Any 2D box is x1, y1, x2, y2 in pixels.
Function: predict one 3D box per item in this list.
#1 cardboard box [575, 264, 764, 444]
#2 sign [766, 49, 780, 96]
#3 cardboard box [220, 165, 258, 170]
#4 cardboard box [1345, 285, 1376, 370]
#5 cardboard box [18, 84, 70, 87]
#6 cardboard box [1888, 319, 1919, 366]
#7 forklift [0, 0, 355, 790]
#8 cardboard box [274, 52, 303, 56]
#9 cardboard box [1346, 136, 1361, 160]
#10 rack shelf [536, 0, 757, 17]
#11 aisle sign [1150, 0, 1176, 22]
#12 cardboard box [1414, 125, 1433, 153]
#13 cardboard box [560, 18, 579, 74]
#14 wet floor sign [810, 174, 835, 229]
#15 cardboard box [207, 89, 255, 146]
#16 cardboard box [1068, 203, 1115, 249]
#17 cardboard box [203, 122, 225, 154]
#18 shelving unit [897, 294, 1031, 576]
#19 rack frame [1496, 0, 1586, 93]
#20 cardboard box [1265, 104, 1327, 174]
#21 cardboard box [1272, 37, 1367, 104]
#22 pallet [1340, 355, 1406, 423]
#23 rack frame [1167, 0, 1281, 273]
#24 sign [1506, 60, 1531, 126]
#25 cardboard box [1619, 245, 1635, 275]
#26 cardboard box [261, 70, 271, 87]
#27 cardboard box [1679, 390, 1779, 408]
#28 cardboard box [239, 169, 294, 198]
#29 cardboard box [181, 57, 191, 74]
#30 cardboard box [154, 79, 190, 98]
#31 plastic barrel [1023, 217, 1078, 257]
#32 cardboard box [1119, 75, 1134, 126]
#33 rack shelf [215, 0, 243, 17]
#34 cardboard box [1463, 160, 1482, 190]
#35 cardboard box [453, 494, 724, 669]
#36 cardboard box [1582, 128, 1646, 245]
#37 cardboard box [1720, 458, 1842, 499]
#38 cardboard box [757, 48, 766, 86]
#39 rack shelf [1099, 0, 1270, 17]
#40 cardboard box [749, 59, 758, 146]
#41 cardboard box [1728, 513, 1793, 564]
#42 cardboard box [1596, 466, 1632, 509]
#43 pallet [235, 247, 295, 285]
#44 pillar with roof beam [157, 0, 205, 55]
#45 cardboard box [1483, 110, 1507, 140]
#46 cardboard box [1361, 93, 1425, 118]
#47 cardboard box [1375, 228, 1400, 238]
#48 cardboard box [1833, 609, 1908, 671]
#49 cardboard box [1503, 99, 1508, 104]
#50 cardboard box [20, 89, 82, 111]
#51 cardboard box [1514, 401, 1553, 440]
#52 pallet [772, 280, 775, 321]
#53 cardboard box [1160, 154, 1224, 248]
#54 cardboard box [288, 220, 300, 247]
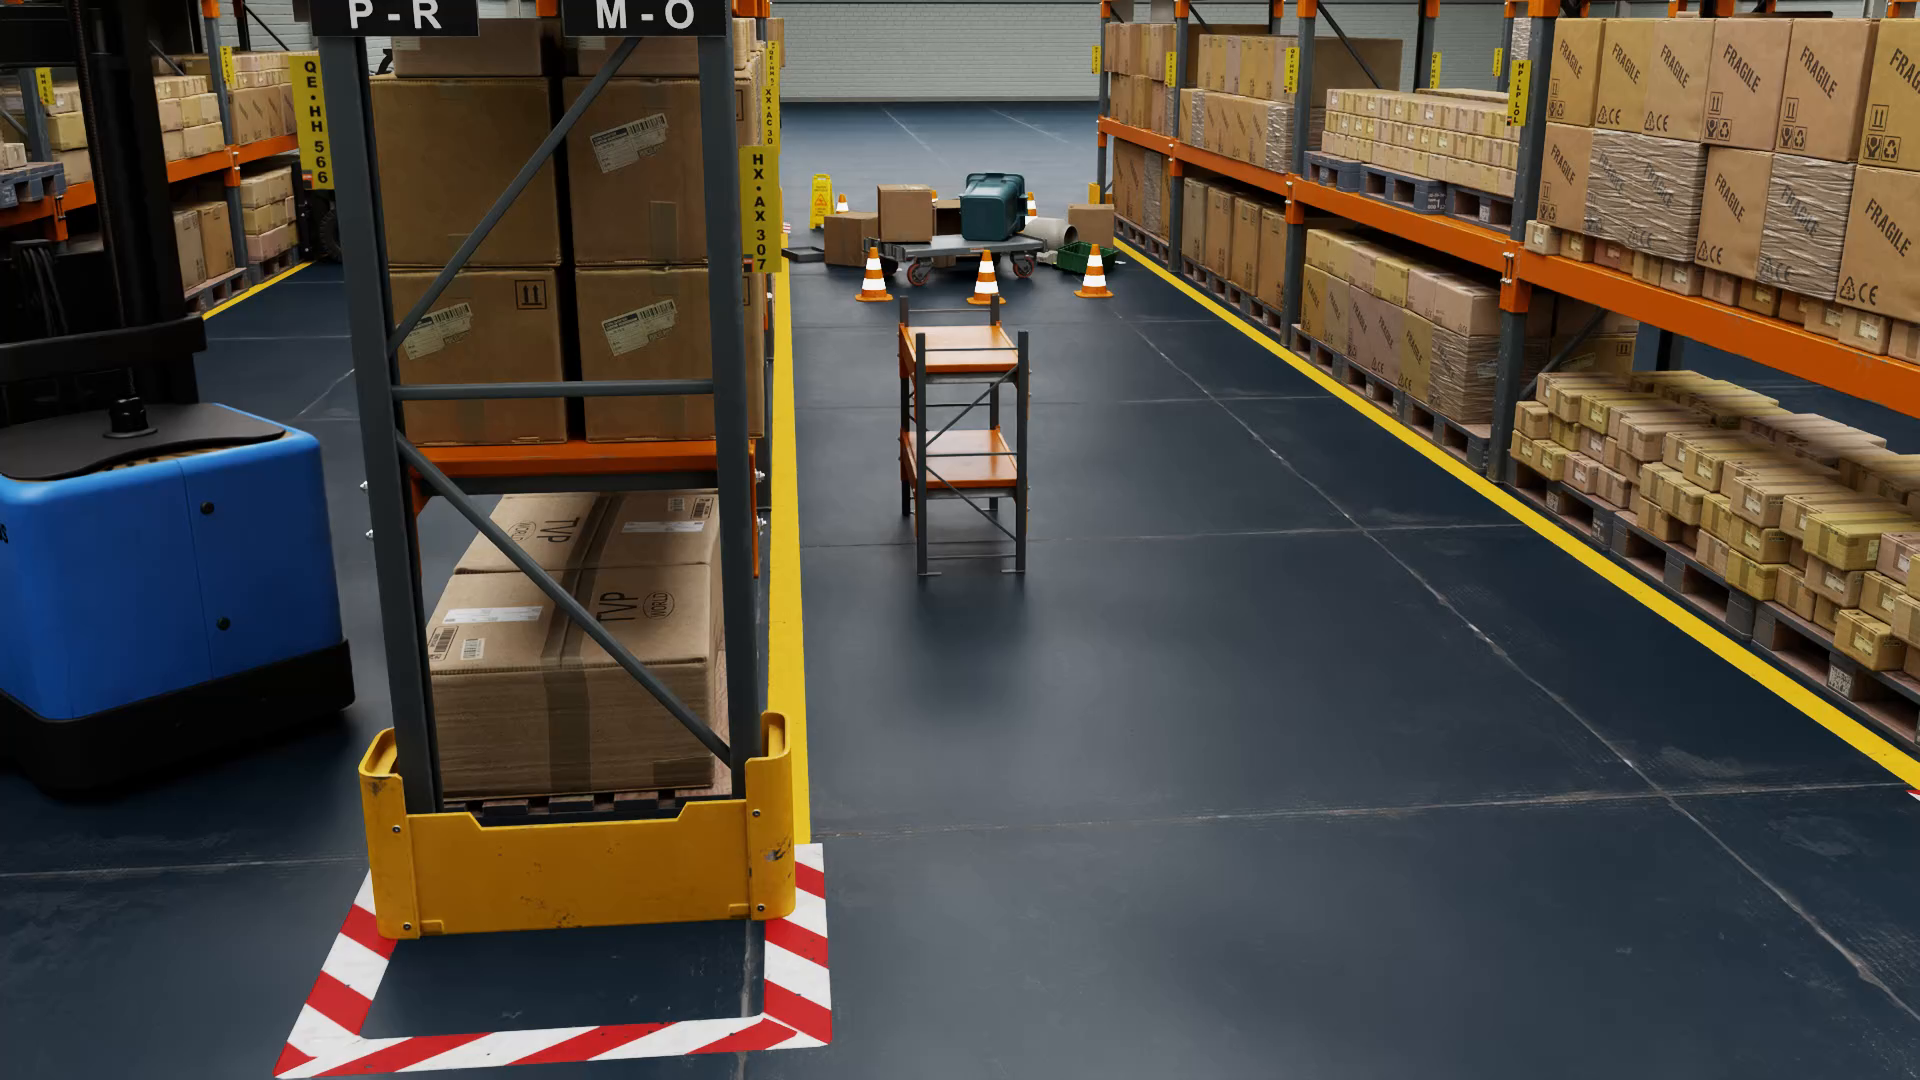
[{"bbox_3d":[-0.835,-0.592,4.887,0.500,0.500,0.500,-2,18,-6],"label":"cardboard box"},{"bbox_3d":[-1.345,-3.346,11.895,0.100,0.325,0.005,-2,18,-6],"label":"sign"},{"bbox_3d":[-7.655,-3.770,17.399,0.500,0.250,0.500,-2,18,-7],"label":"cardboard box"},{"bbox_3d":[2.949,-1.445,11.245,0.500,0.500,0.500,-2,18,-7],"label":"cardboard box"},{"bbox_3d":[-7.246,-3.526,13.150,0.380,0.149,0.250,-1,17,-4],"label":"cardboard box"},{"bbox_3d":[3.498,-0.693,5.797,0.380,0.149,0.250,-2,18,-6],"label":"cardboard box"},{"bbox_3d":[-3.635,-0.931,6.249,3.031,2.935,1.130,15,23,40],"label":"forklift"},{"bbox_3d":[-7.212,-5.103,17.678,0.380,0.149,0.250,-1,17,-4],"label":"cardboard box"},{"bbox_3d":[2.918,-2.739,11.613,0.380,0.149,0.250,-1,17,-3],"label":"cardboard box"},{"bbox_3d":[-1.277,-2.076,5.975,1.077,0.370,4.000,-2,18,-6],"label":"rack shelf"},{"bbox_3d":[2.483,-6.613,19.893,0.394,0.787,0.004,-2,18,-6],"label":"aisle sign"},{"bbox_3d":[3.052,-2.494,10.337,0.380,0.149,0.250,-2,18,-5],"label":"cardboard box"},{"bbox_3d":[-0.930,-1.417,4.762,0.380,0.149,0.250,-1,17,-4],"label":"cardboard box"},{"bbox_3d":[-1.677,-4.126,20.241,0.267,0.644,0.232,4,18,13],"label":"wet floor sign"},{"bbox_3d":[-7.032,-4.001,15.746,0.500,0.500,0.500,-2,18,-7],"label":"cardboard box"},{"bbox_3d":[1.423,-3.390,18.136,0.500,0.500,0.500,1,17,4],"label":"cardboard box"},{"bbox_3d":[-6.934,-3.599,14.884,0.500,0.250,0.500,-1,17,-4],"label":"cardboard box"},{"bbox_3d":[0.001,-0.535,8.002,0.538,1.125,1.048,-2,18,-6],"label":"shelving unit"},{"bbox_3d":[7.136,-5.465,20.578,1.000,3.000,0.127,-2,18,-6],"label":"rack frame"},{"bbox_3d":[2.703,-3.132,12.980,0.500,0.500,0.500,-2,18,-6],"label":"cardboard box"},{"bbox_3d":[2.927,-3.768,13.336,0.700,0.500,0.500,-2,18,-6],"label":"cardboard box"},{"bbox_3d":[3.219,-1.033,11.114,1.003,0.211,1.213,-2,18,-6],"label":"pallet"},{"bbox_3d":[2.604,-4.150,16.390,1.000,3.000,0.127,-2,18,-6],"label":"rack frame"},{"bbox_3d":[2.878,-2.301,8.566,0.100,0.325,0.005,-2,18,-6],"label":"sign"},{"bbox_3d":[3.336,-1.319,7.790,0.380,0.149,0.250,-3,18,-8],"label":"cardboard box"},{"bbox_3d":[-7.077,-4.581,16.511,0.380,0.149,0.250,-2,18,-6],"label":"cardboard box"},{"bbox_3d":[3.824,-0.644,8.286,0.380,0.149,0.250,-2,18,-6],"label":"cardboard box"},{"bbox_3d":[-7.089,-3.633,16.961,0.500,0.250,0.500,-1,17,-4],"label":"cardboard box"},{"bbox_3d":[-7.118,-4.491,15.727,0.380,0.149,0.250,-2,17,-5],"label":"cardboard box"},{"bbox_3d":[-6.813,-3.850,14.183,0.380,0.149,0.250,-2,18,-7],"label":"cardboard box"},{"bbox_3d":[0.962,-3.212,17.701,0.512,0.421,0.421,11,21,32],"label":"plastic barrel"},{"bbox_3d":[2.286,-4.971,18.752,0.875,0.550,0.550,-2,18,-6],"label":"cardboard box"},{"bbox_3d":[-7.452,-5.497,16.871,1.077,0.370,4.000,-2,18,-6],"label":"rack shelf"},{"bbox_3d":[3.140,-2.111,9.613,0.380,0.149,0.250,-2,18,-6],"label":"cardboard box"},{"bbox_3d":[-1.341,0.164,6.224,0.875,0.438,0.875,-1,17,-4],"label":"cardboard box"},{"bbox_3d":[3.288,-1.654,7.774,0.500,0.500,0.500,-2,18,-6],"label":"cardboard box"},{"bbox_3d":[3.450,-0.238,6.994,0.380,0.149,0.250,-2,18,-7],"label":"cardboard box"},{"bbox_3d":[-1.243,-2.249,8.496,0.500,0.500,0.500,-2,17,-5],"label":"cardboard box"},{"bbox_3d":[2.398,-5.834,17.946,1.077,0.370,4.000,-2,18,-6],"label":"rack shelf"},{"bbox_3d":[-1.011,-1.524,6.188,0.500,0.500,0.500,-2,18,-5],"label":"cardboard box"},{"bbox_3d":[3.382,-0.014,6.777,0.380,0.149,0.250,-2,17,-5],"label":"cardboard box"},{"bbox_3d":[3.328,-0.263,8.065,0.380,0.149,0.250,-2,18,-7],"label":"cardboard box"},{"bbox_3d":[-7.286,-2.721,16.491,1.003,0.211,1.213,-2,18,-6],"label":"pallet"},{"bbox_3d":[-4.201,-7.765,17.886,9.100,9.000,0.400,-2,18,-6],"label":"pillar with roof beam"},{"bbox_3d":[3.165,-2.325,9.300,0.380,0.149,0.250,-2,18,-7],"label":"cardboard box"},{"bbox_3d":[2.950,-2.947,11.282,0.380,0.149,0.250,-3,18,-8],"label":"cardboard box"},{"bbox_3d":[3.348,-2.129,12.169,0.500,0.250,0.500,-2,18,-7],"label":"cardboard box"},{"bbox_3d":[3.453,0.361,6.079,0.380,0.149,0.250,-1,17,-4],"label":"cardboard box"},{"bbox_3d":[3.681,-2.728,10.585,0.380,0.149,0.250,-1,17,-4],"label":"cardboard box"},{"bbox_3d":[-6.654,-3.238,12.232,0.380,0.149,0.250,-1,17,-4],"label":"cardboard box"},{"bbox_3d":[3.149,-0.631,8.742,0.380,0.149,0.250,-1,17,-3],"label":"cardboard box"},{"bbox_3d":[-2.098,-2.041,14.325,1.003,0.211,1.213,-2,18,-6],"label":"pallet"},{"bbox_3d":[2.609,-3.527,17.249,0.875,0.875,0.875,-2,17,-5],"label":"cardboard box"},{"bbox_3d":[-7.102,-3.159,17.122,0.500,0.250,0.500,-1,17,-5],"label":"cardboard box"}]
